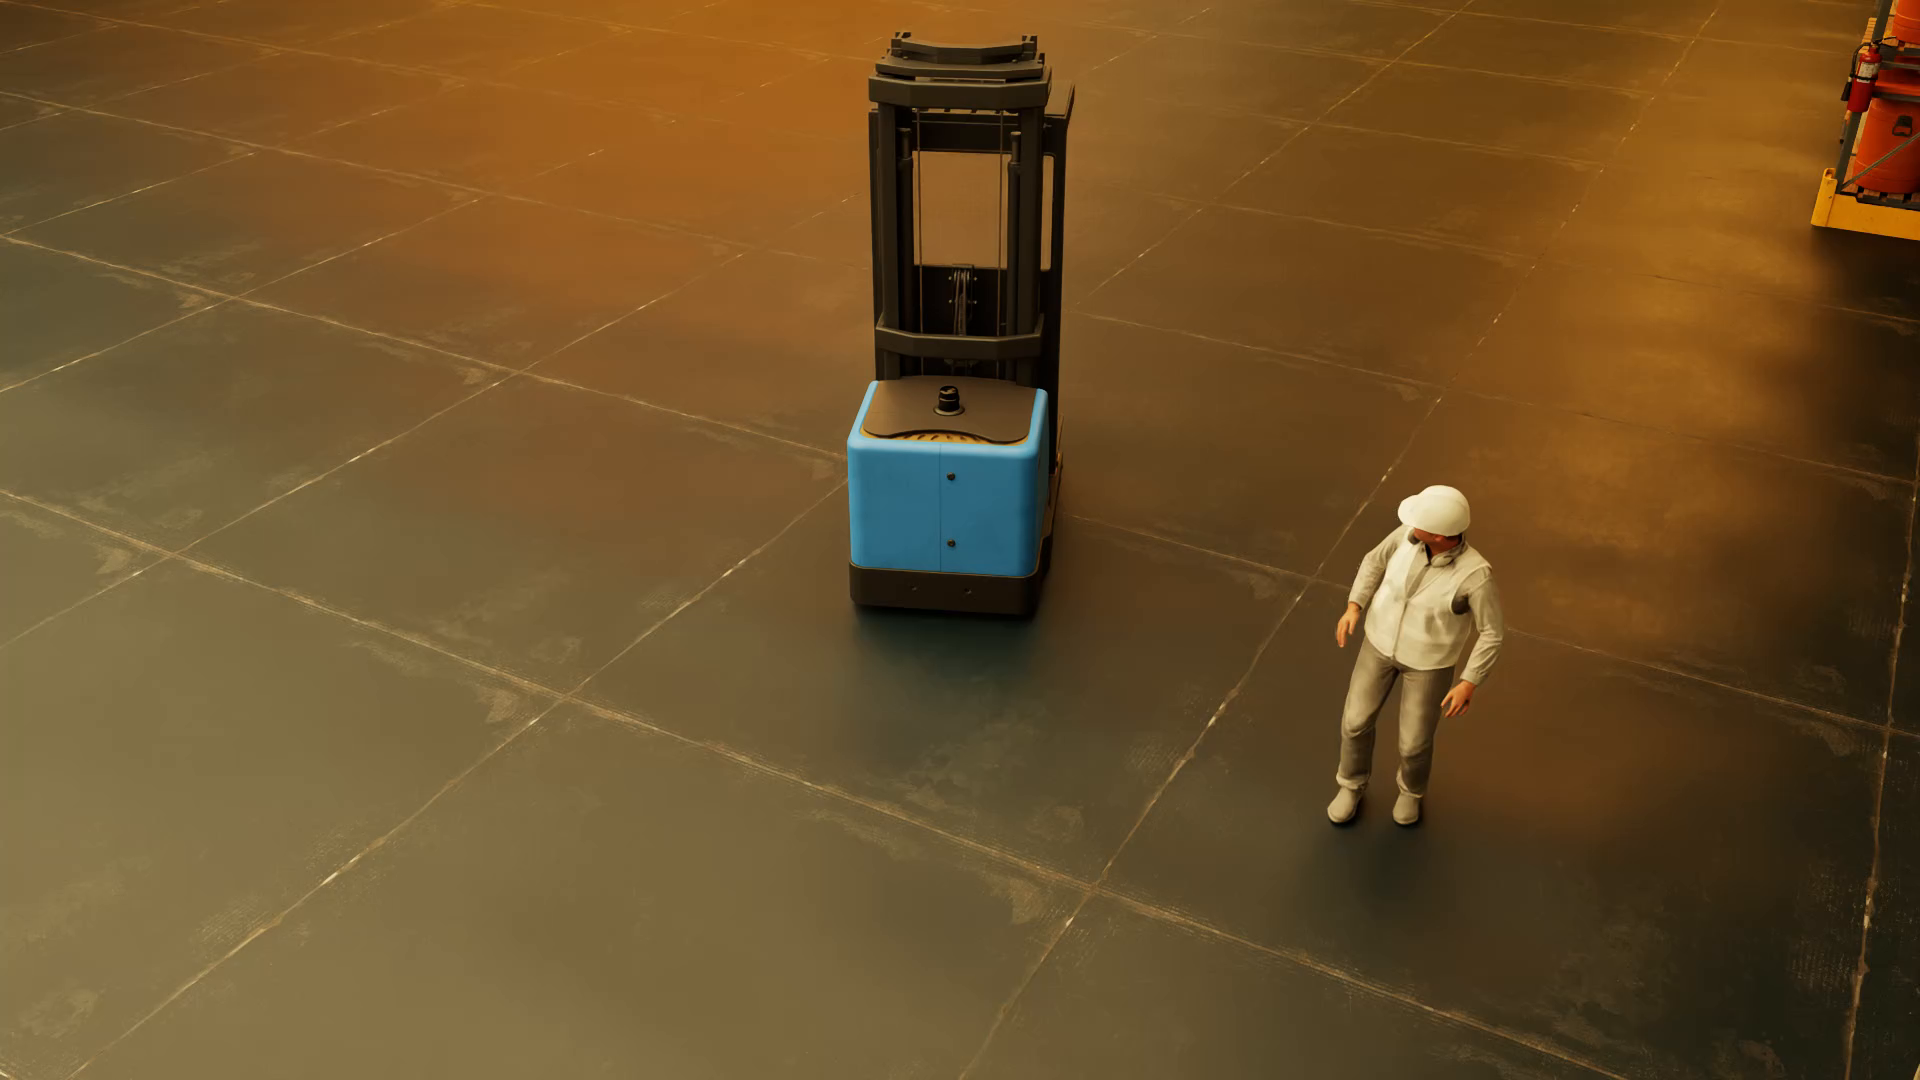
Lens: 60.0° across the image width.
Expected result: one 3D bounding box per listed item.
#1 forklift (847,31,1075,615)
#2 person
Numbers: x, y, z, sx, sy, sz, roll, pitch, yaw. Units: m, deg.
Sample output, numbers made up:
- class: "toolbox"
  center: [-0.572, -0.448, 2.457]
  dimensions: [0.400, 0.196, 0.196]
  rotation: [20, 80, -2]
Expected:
- class: "forklift"
  center: [0.072, -1.572, 9.794]
  dimensions: [1.130, 2.935, 3.031]
  rotation: [3, 30, 6]
- class: "person"
  center: [2.012, 0.524, 7.368]
  dimensions: [0.728, 1.740, 0.515]
  rotation: [22, 37, 33]
